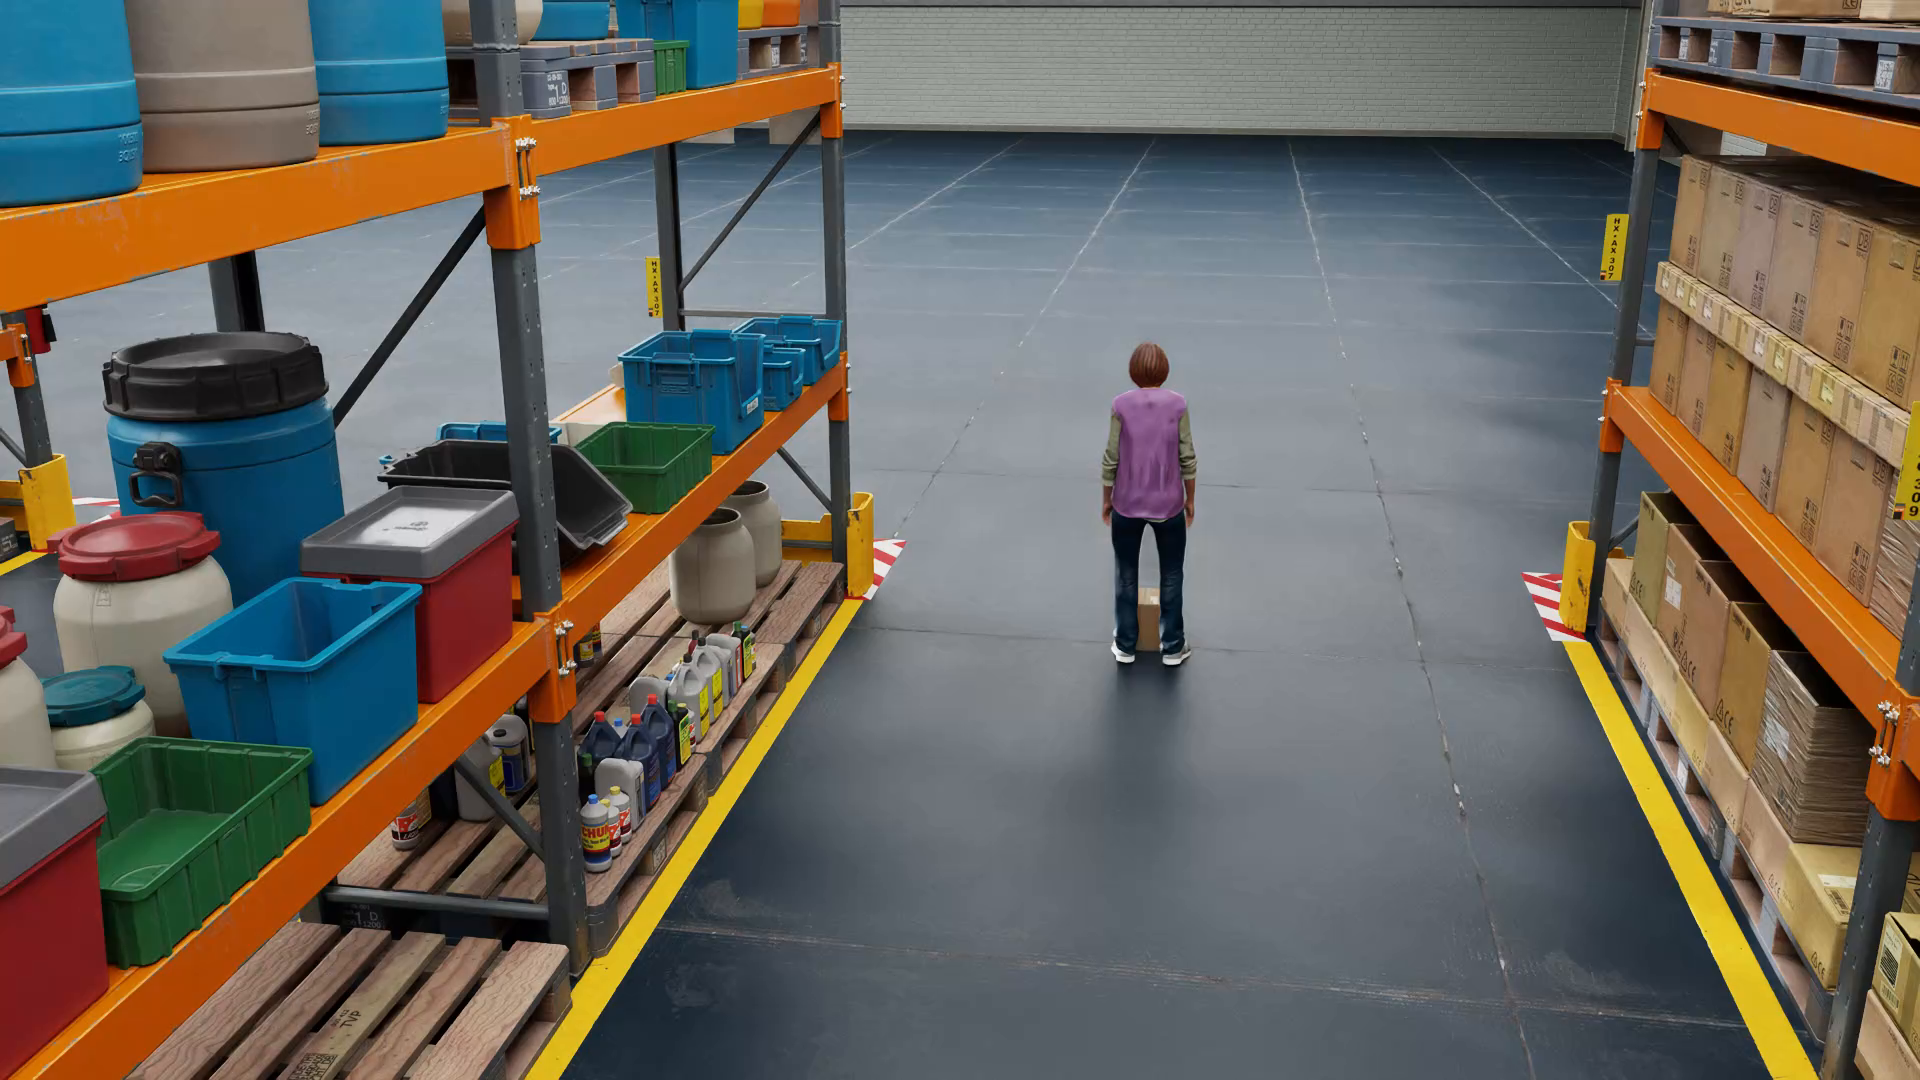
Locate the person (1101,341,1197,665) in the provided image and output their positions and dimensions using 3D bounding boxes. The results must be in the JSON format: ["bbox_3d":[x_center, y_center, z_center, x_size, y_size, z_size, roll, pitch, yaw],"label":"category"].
[{"bbox_3d":[0.915,-0.160,8.062,0.472,1.592,0.347,2,18,6],"label":"person"}]
